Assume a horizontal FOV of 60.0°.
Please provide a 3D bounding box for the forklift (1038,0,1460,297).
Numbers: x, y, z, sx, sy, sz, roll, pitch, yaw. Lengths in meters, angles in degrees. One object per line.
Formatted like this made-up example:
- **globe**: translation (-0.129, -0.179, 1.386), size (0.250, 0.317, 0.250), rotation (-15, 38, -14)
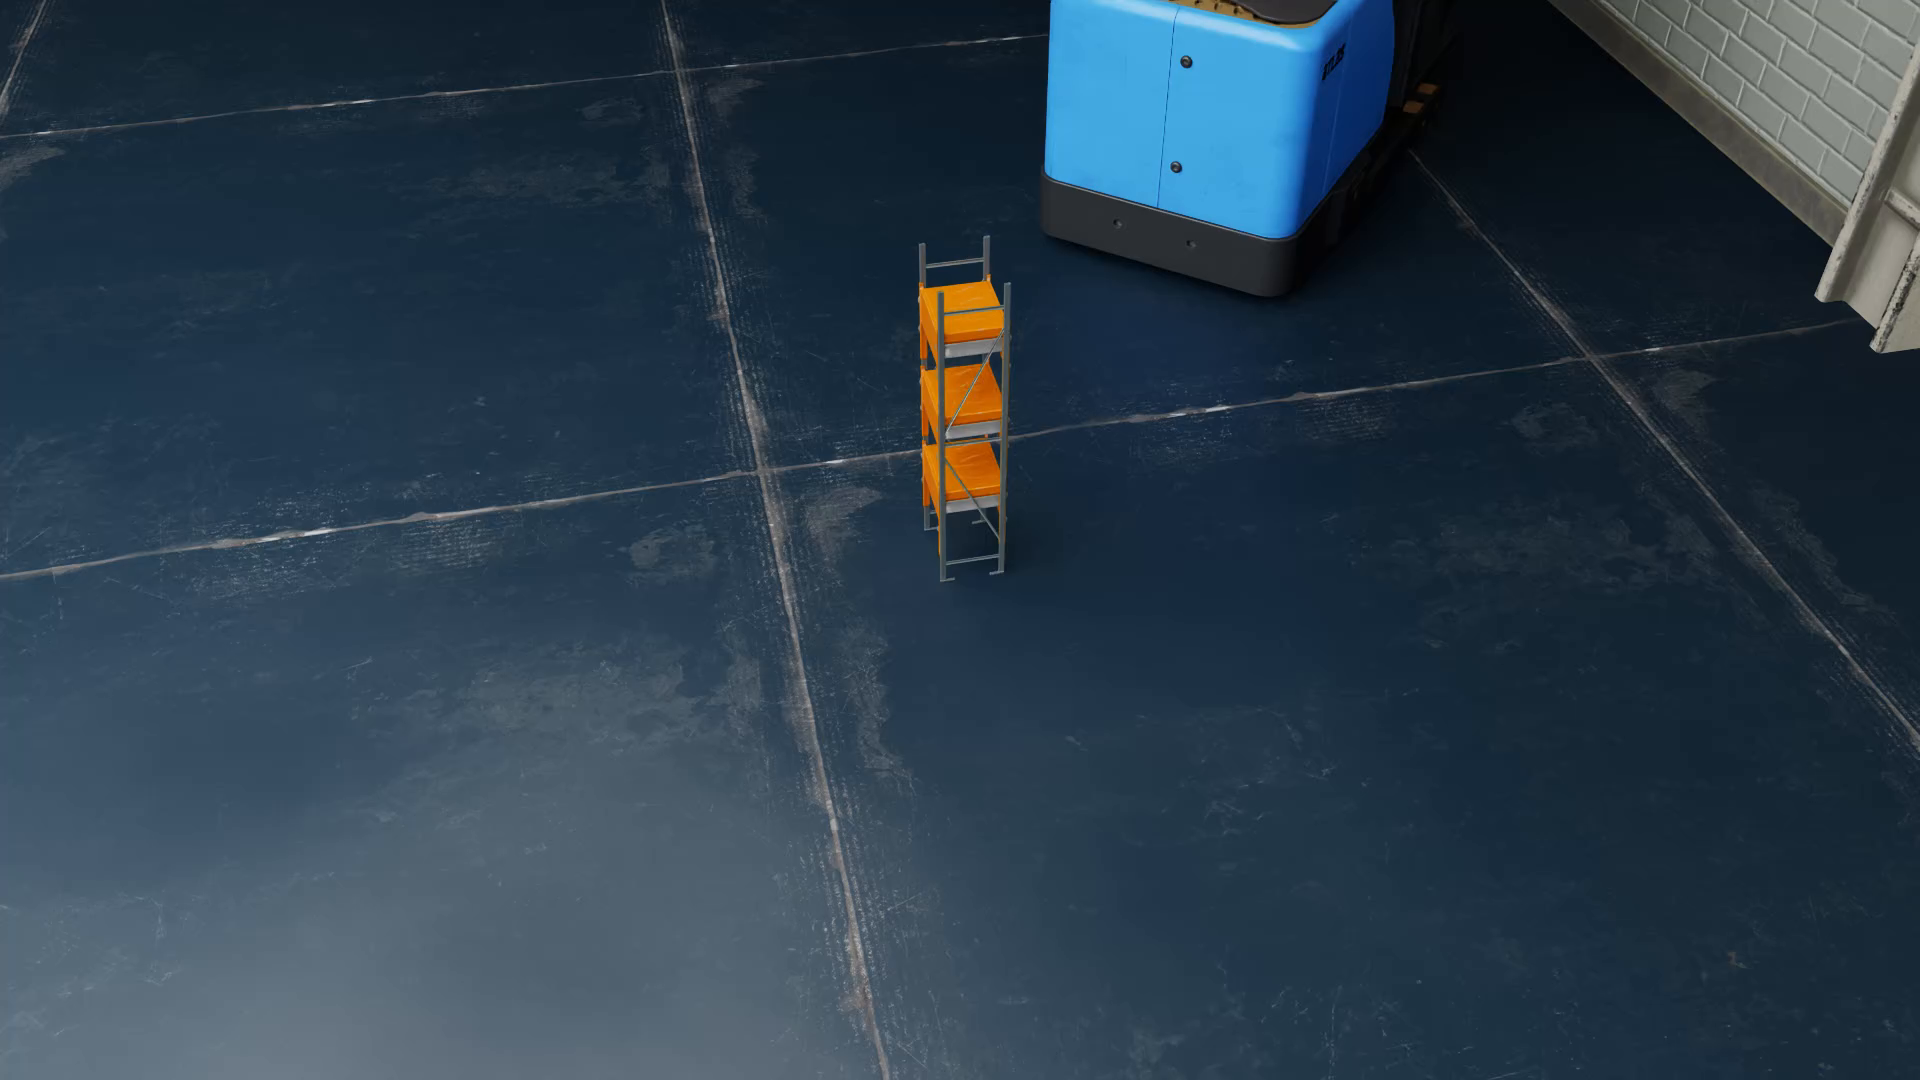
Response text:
- **forklift**: translation (1.470, -2.962, 6.379), size (1.130, 2.935, 3.031), rotation (20, 46, 22)

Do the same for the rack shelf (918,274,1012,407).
- **rack shelf**: translation (0.012, -0.562, 4.681), size (0.215, 0.259, 0.240), rotation (-8, 42, -9)

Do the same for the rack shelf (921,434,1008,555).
- **rack shelf**: translation (0.012, -0.142, 5.054), size (0.215, 0.259, 0.240), rotation (-8, 42, -9)

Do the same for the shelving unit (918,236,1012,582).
- **shelving unit**: translation (0.012, -0.358, 4.862), size (0.215, 1.050, 0.252), rotation (-8, 42, -9)

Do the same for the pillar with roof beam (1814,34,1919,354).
- **pillar with roof beam**: translation (-0.779, -3.573, 2.496), size (9.100, 9.000, 0.400), rotation (-8, 42, -9)

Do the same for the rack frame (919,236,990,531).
- **rack frame**: translation (-0.015, -0.437, 4.951), size (0.200, 1.050, 0.008), rotation (-8, 42, -9)

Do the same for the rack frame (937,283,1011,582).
- **rack frame**: translation (0.038, -0.279, 4.773), size (0.200, 1.050, 0.008), rotation (-8, 42, -9)

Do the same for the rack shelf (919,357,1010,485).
- **rack shelf**: translation (0.012, -0.350, 4.869), size (0.215, 0.259, 0.240), rotation (-8, 42, -9)
